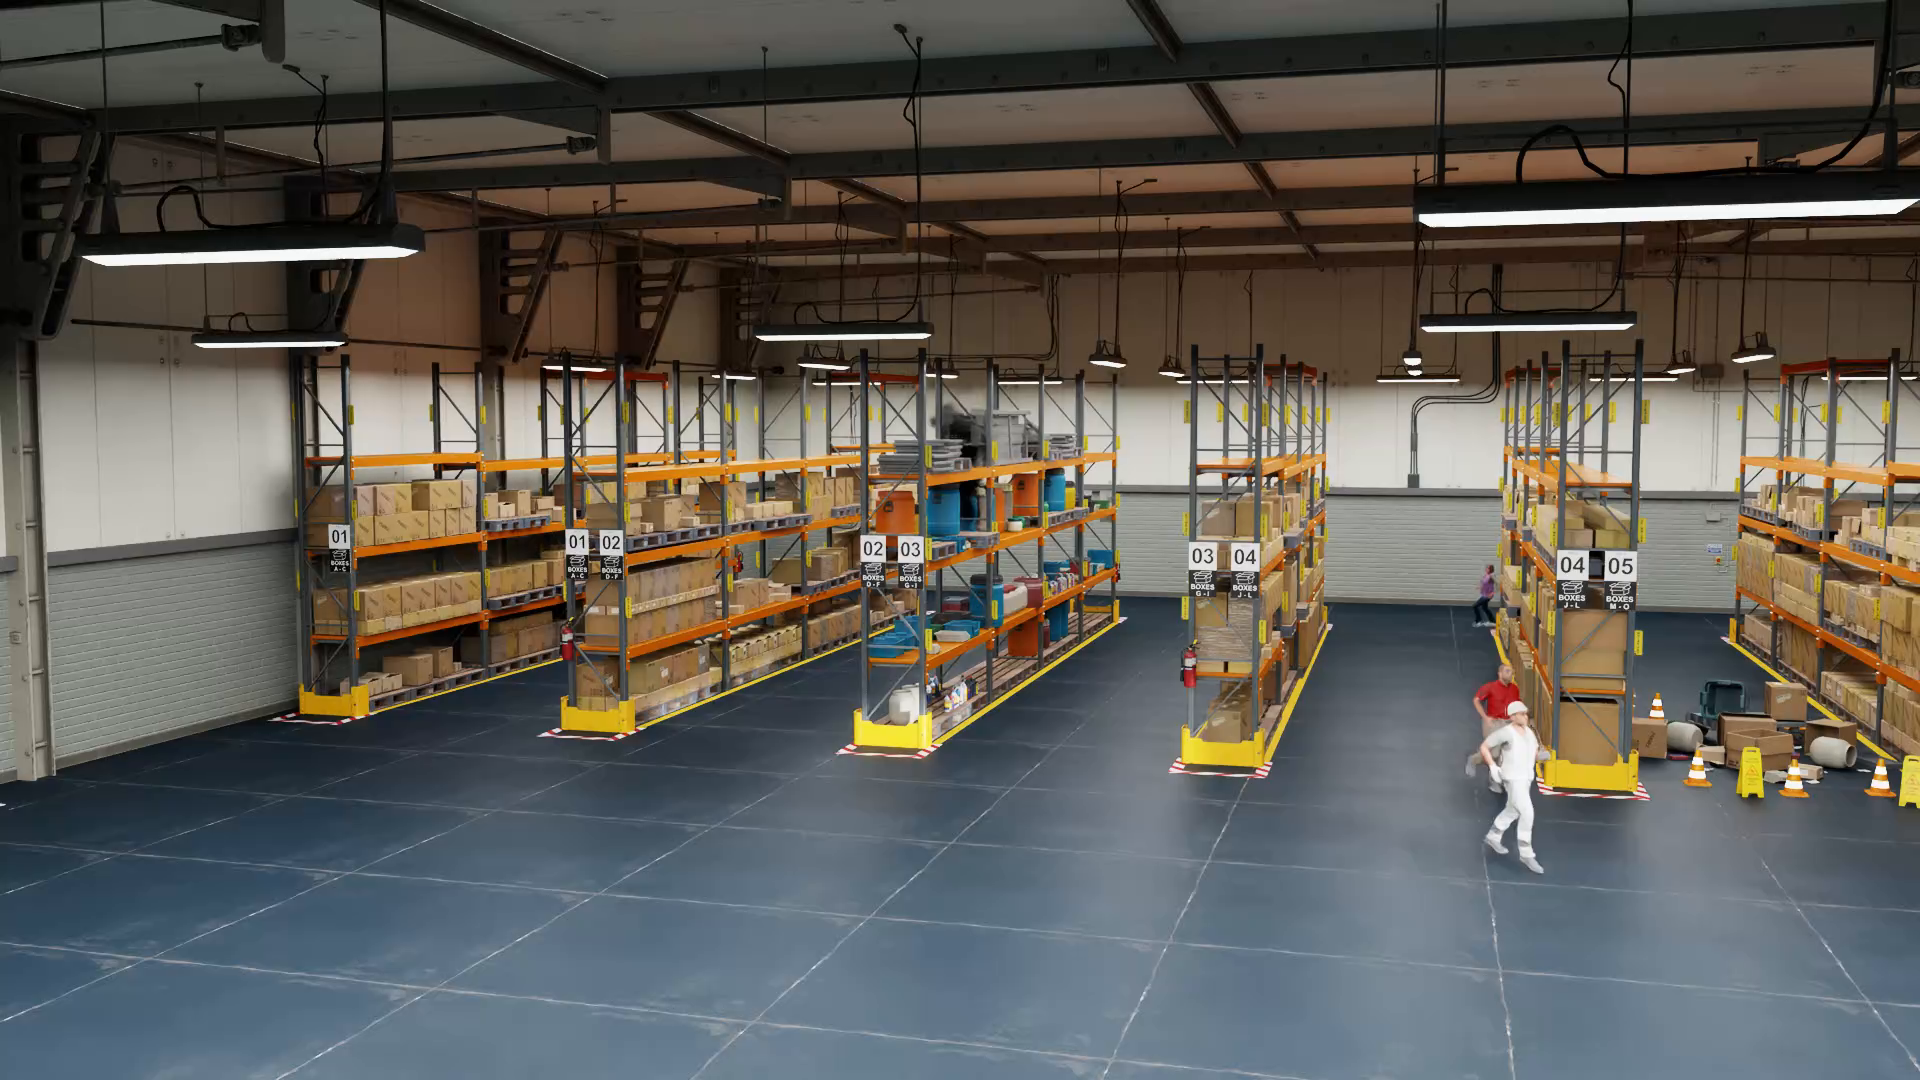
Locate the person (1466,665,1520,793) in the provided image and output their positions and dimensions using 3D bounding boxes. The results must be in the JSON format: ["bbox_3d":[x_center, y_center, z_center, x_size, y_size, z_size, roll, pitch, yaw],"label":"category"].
[{"bbox_3d":[7.255,2.502,22.321,0.711,1.660,0.725,-1,4,-16],"label":"person"}]

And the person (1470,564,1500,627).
[{"bbox_3d":[12.371,1.317,39.194,0.637,1.543,0.674,1,4,13],"label":"person"}]

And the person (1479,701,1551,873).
[{"bbox_3d":[6.187,2.706,18.522,0.654,1.834,0.835,-3,5,-39],"label":"person"}]
